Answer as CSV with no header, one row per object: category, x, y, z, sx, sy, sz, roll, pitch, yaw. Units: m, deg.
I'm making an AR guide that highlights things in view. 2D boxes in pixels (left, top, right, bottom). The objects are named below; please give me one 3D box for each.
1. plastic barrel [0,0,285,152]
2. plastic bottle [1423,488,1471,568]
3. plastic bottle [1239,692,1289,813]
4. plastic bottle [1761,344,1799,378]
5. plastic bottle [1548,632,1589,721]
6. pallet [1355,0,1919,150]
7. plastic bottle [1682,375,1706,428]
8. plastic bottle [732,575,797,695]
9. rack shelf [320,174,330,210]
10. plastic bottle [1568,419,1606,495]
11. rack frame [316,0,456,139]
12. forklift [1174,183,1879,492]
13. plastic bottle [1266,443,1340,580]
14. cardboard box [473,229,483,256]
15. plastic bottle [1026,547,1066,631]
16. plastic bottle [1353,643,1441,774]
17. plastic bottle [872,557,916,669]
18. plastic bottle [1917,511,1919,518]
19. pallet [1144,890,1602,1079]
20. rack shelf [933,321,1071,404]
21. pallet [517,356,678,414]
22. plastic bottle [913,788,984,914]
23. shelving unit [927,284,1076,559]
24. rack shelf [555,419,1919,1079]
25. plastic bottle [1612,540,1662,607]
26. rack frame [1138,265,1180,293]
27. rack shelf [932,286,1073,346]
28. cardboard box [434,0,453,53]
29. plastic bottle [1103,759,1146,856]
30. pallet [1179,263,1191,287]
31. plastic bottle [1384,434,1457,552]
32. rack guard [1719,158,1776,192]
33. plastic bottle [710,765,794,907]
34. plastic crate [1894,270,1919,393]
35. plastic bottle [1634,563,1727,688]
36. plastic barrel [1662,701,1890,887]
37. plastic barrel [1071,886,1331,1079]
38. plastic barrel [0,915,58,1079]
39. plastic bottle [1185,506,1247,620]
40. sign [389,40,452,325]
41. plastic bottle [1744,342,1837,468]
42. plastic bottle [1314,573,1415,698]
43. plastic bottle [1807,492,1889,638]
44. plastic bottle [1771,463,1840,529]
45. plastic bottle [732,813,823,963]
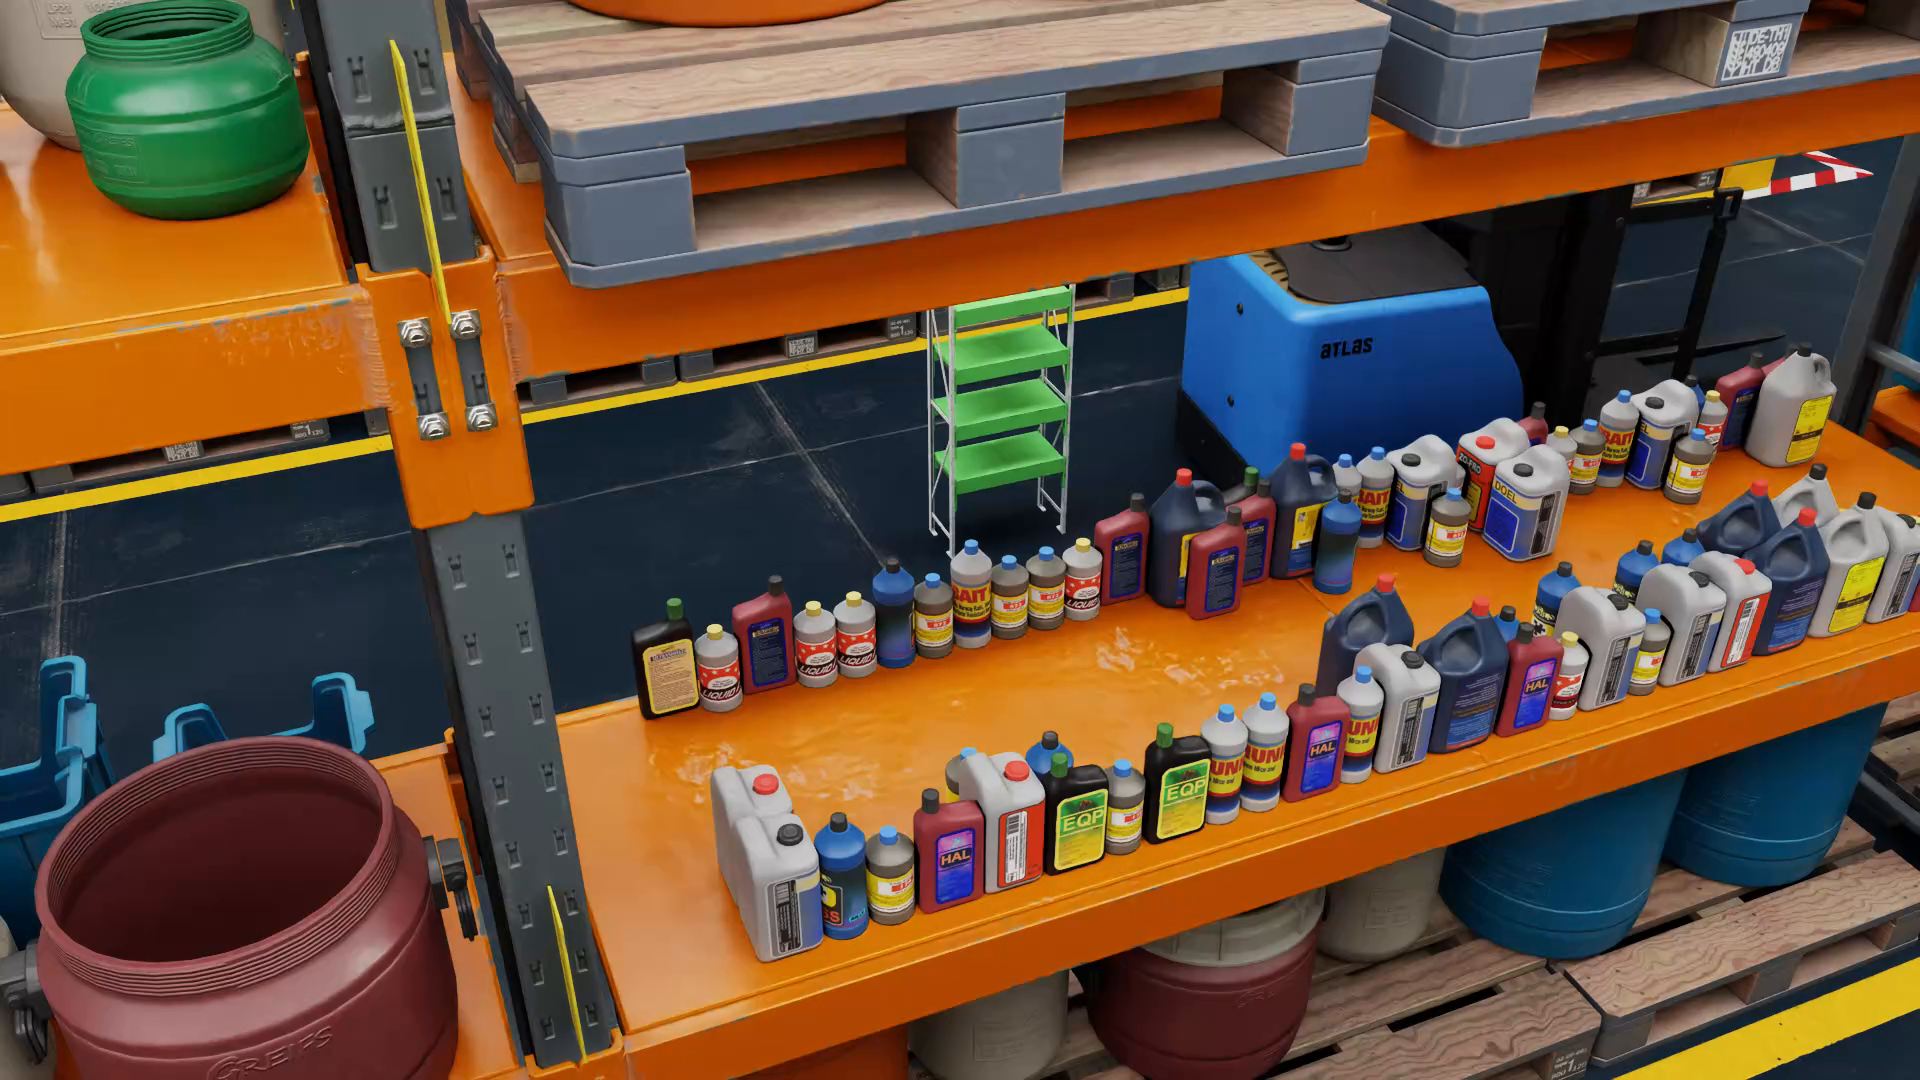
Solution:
plastic barrel,-1.272,-0.880,2.499,0.421,0.512,0.421,0,33,0
plastic bottle,1.245,-0.039,4.241,0.097,0.201,0.097,0,33,0
plastic bottle,0.627,0.432,3.453,0.097,0.271,0.097,0,33,0
plastic bottle,2.318,-0.420,4.752,0.133,0.283,0.061,-13,35,-19
plastic bottle,1.347,0.297,3.726,0.097,0.201,0.097,0,33,0
pallet,1.092,-1.054,3.042,1.213,0.211,1.003,-13,35,-19
plastic bottle,2.006,-0.332,4.628,0.097,0.271,0.097,0,33,0
plastic bottle,-0.446,0.213,3.779,0.133,0.283,0.061,-13,35,-19
rack shelf,-4.625,-1.255,6.588,4.000,0.370,1.077,-13,35,-19
plastic bottle,1.702,-0.234,4.541,0.097,0.201,0.097,0,33,0
rack frame,-0.867,-2.002,1.575,0.127,3.000,1.000,-13,35,-19
forklift,2.520,-1.634,6.574,3.031,2.935,1.130,-9,34,-14
plastic bottle,0.851,-0.087,4.179,0.185,0.351,0.144,-13,35,-19
cardboard box,-2.250,-1.068,7.529,0.500,0.500,0.500,-11,35,-17
plastic bottle,0.206,0.109,4.014,0.097,0.201,0.097,0,33,0
plastic bottle,0.936,0.343,3.586,0.135,0.276,0.152,-13,35,-19
plastic bottle,-0.153,0.162,3.869,0.097,0.271,0.097,0,33,0
plastic bottle,2.518,-0.061,4.276,0.097,0.201,0.097,0,33,0
pallet,0.967,1.239,4.652,1.213,0.211,1.003,-13,35,-19
rack shelf,0.153,-0.685,6.380,0.480,0.148,0.258,-13,35,-19
pallet,-2.078,-0.948,8.014,1.213,0.211,1.003,-13,35,-19
plastic bottle,-0.022,0.587,3.205,0.133,0.283,0.061,-13,35,-19
shelving unit,0.153,-0.538,6.476,0.503,1.200,0.258,-13,35,-19
rack shelf,0.977,0.392,4.056,4.000,0.370,1.077,-13,35,-19
plastic bottle,1.592,0.121,3.931,0.097,0.271,0.097,0,33,0
rack frame,0.907,-2.823,8.338,0.127,3.000,1.000,-13,35,-19
rack shelf,0.153,-0.887,6.250,0.480,0.148,0.258,-13,35,-19
cardboard box,-2.244,-2.386,7.190,0.500,0.500,0.700,-26,41,-34
plastic bottle,0.325,0.531,3.366,0.097,0.201,0.097,0,33,0
pallet,1.541,-1.799,9.321,1.213,0.211,1.003,-13,35,-19
plastic bottle,1.180,-0.129,4.311,0.135,0.276,0.152,-13,35,-19
rack guard,4.525,-2.604,10.293,0.348,0.500,1.175,-13,35,-19
plastic bottle,-0.401,0.560,3.253,0.135,0.276,0.152,-13,35,-19
plastic crate,3.120,-0.620,4.912,0.575,0.384,0.392,-13,35,-19
plastic bottle,1.657,0.178,3.839,0.135,0.276,0.152,-13,35,-19
plastic barrel,2.313,0.478,4.803,0.708,0.901,0.600,-13,35,-19
plastic barrel,0.619,0.997,4.293,0.708,0.588,0.600,-13,35,-19
plastic barrel,-1.733,0.791,2.682,0.421,0.512,0.421,0,33,0
plastic bottle,0.621,0.054,4.023,0.133,0.283,0.061,-13,35,-19
sign,-0.647,-0.425,1.999,0.005,0.325,0.100,-13,35,-19
plastic bottle,2.334,-0.391,4.646,0.185,0.351,0.144,-13,35,-19
plastic bottle,0.902,0.232,3.688,0.185,0.351,0.144,-13,35,-19
plastic bottle,2.101,0.048,3.971,0.185,0.351,0.144,-13,35,-19
plastic bottle,2.045,-0.025,4.083,0.185,0.351,0.144,-13,35,-19
plastic bottle,-0.343,0.636,3.136,0.135,0.276,0.152,-13,35,-19
